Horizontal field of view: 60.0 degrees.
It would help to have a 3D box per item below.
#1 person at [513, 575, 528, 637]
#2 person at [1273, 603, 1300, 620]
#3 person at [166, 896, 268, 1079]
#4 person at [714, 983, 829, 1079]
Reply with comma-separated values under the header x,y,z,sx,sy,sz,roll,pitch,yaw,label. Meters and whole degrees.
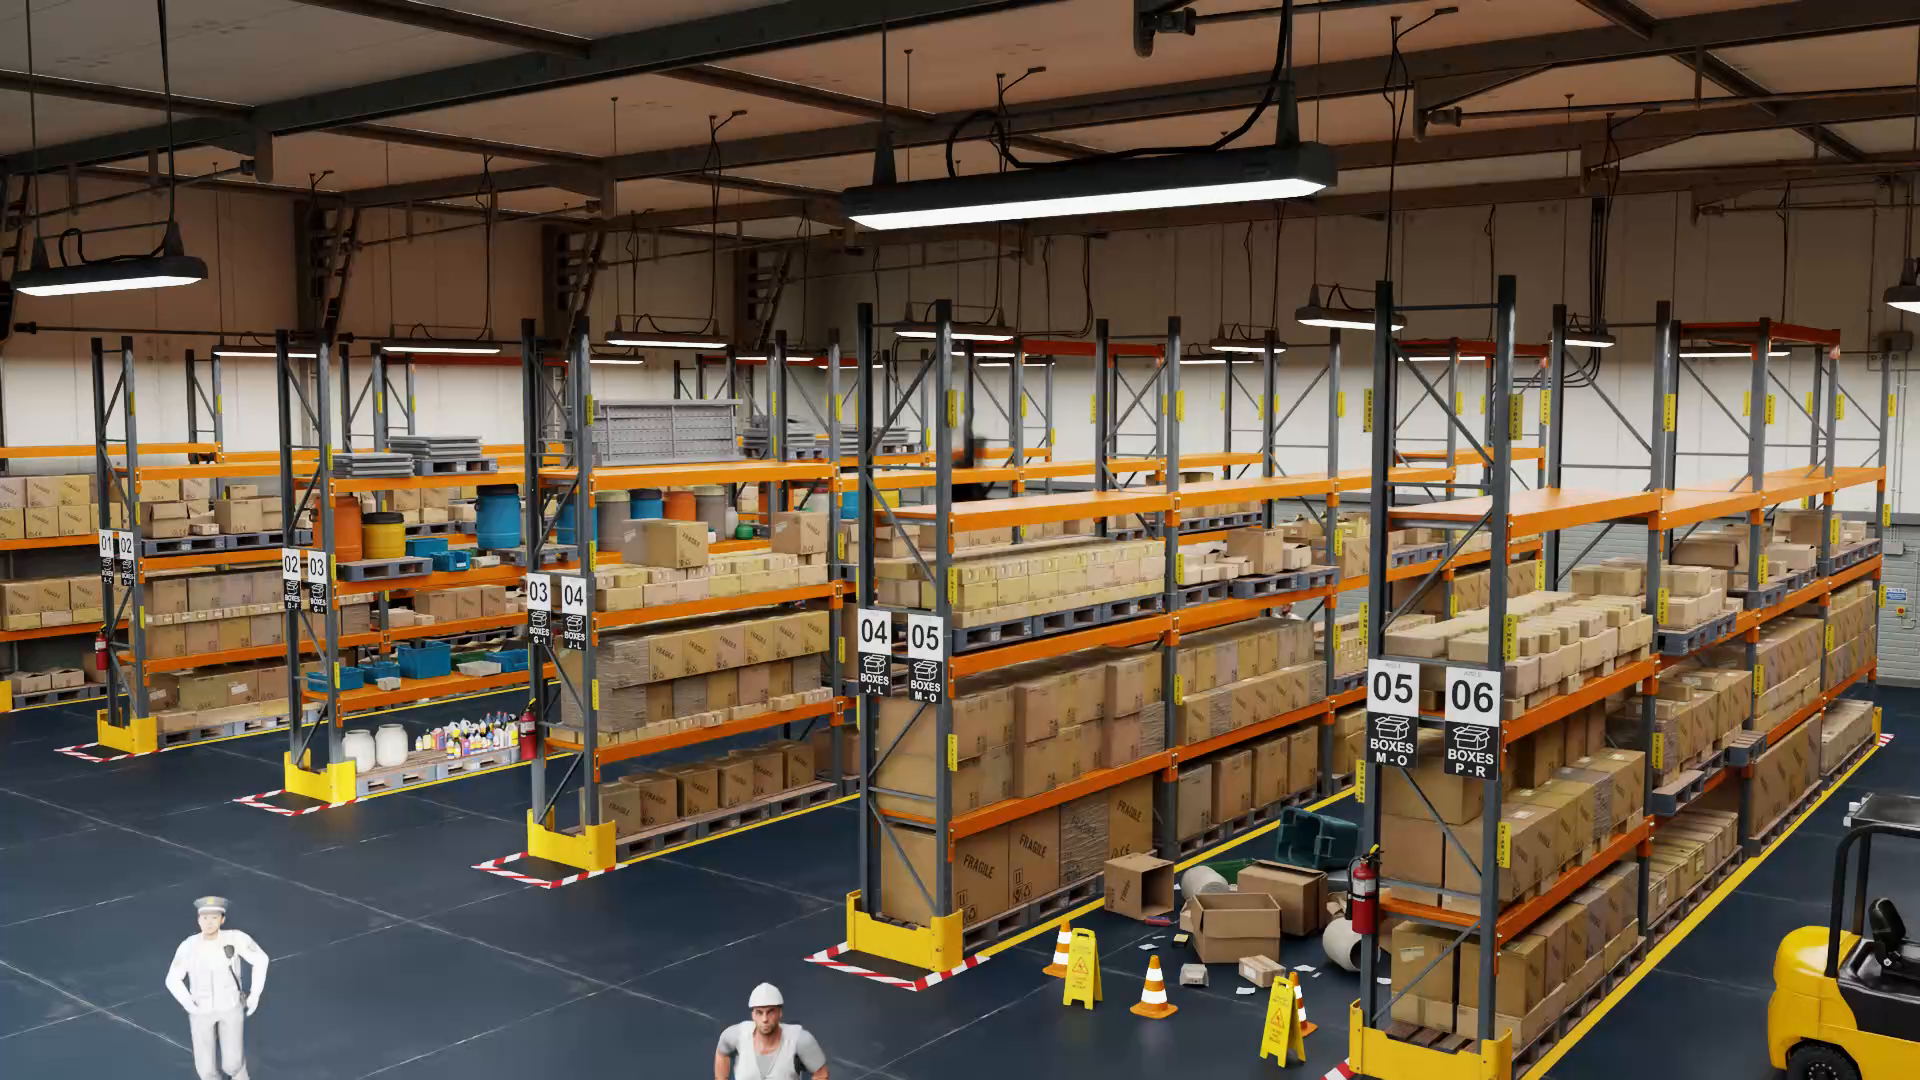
x,y,z,sx,sy,sz,roll,pitch,yaw,label
-8.377,1.507,32.133,0.704,1.724,0.668,3,6,32,person
5.489,1.836,28.237,0.634,1.763,0.687,3,6,27,person
-5.245,3.324,11.740,0.658,1.661,0.562,-1,5,-16,person
-1.106,3.428,9.739,0.685,1.774,1.046,0,5,-2,person
